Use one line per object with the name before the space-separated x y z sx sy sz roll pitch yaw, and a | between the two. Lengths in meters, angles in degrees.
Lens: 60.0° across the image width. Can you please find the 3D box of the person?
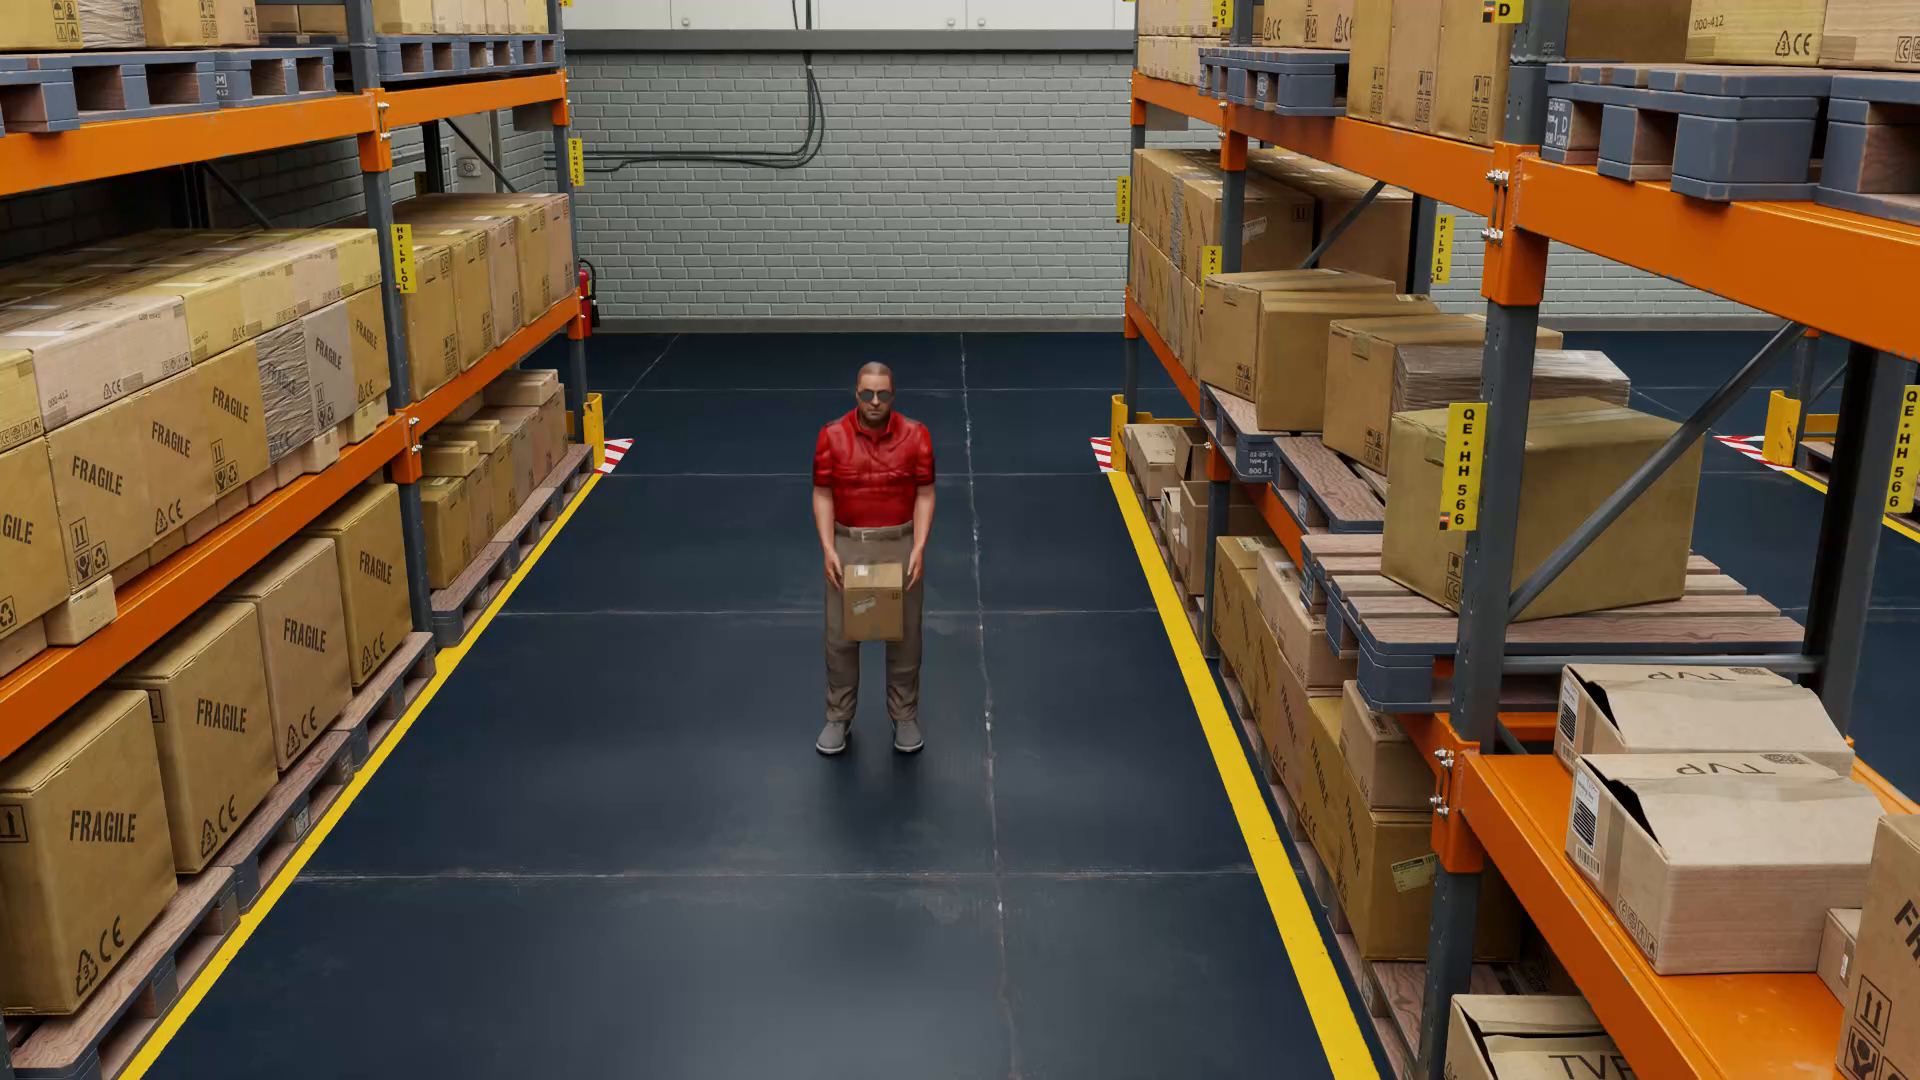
person | -0.375 0.078 7.300 0.543 1.733 0.418 -1 17 -2
